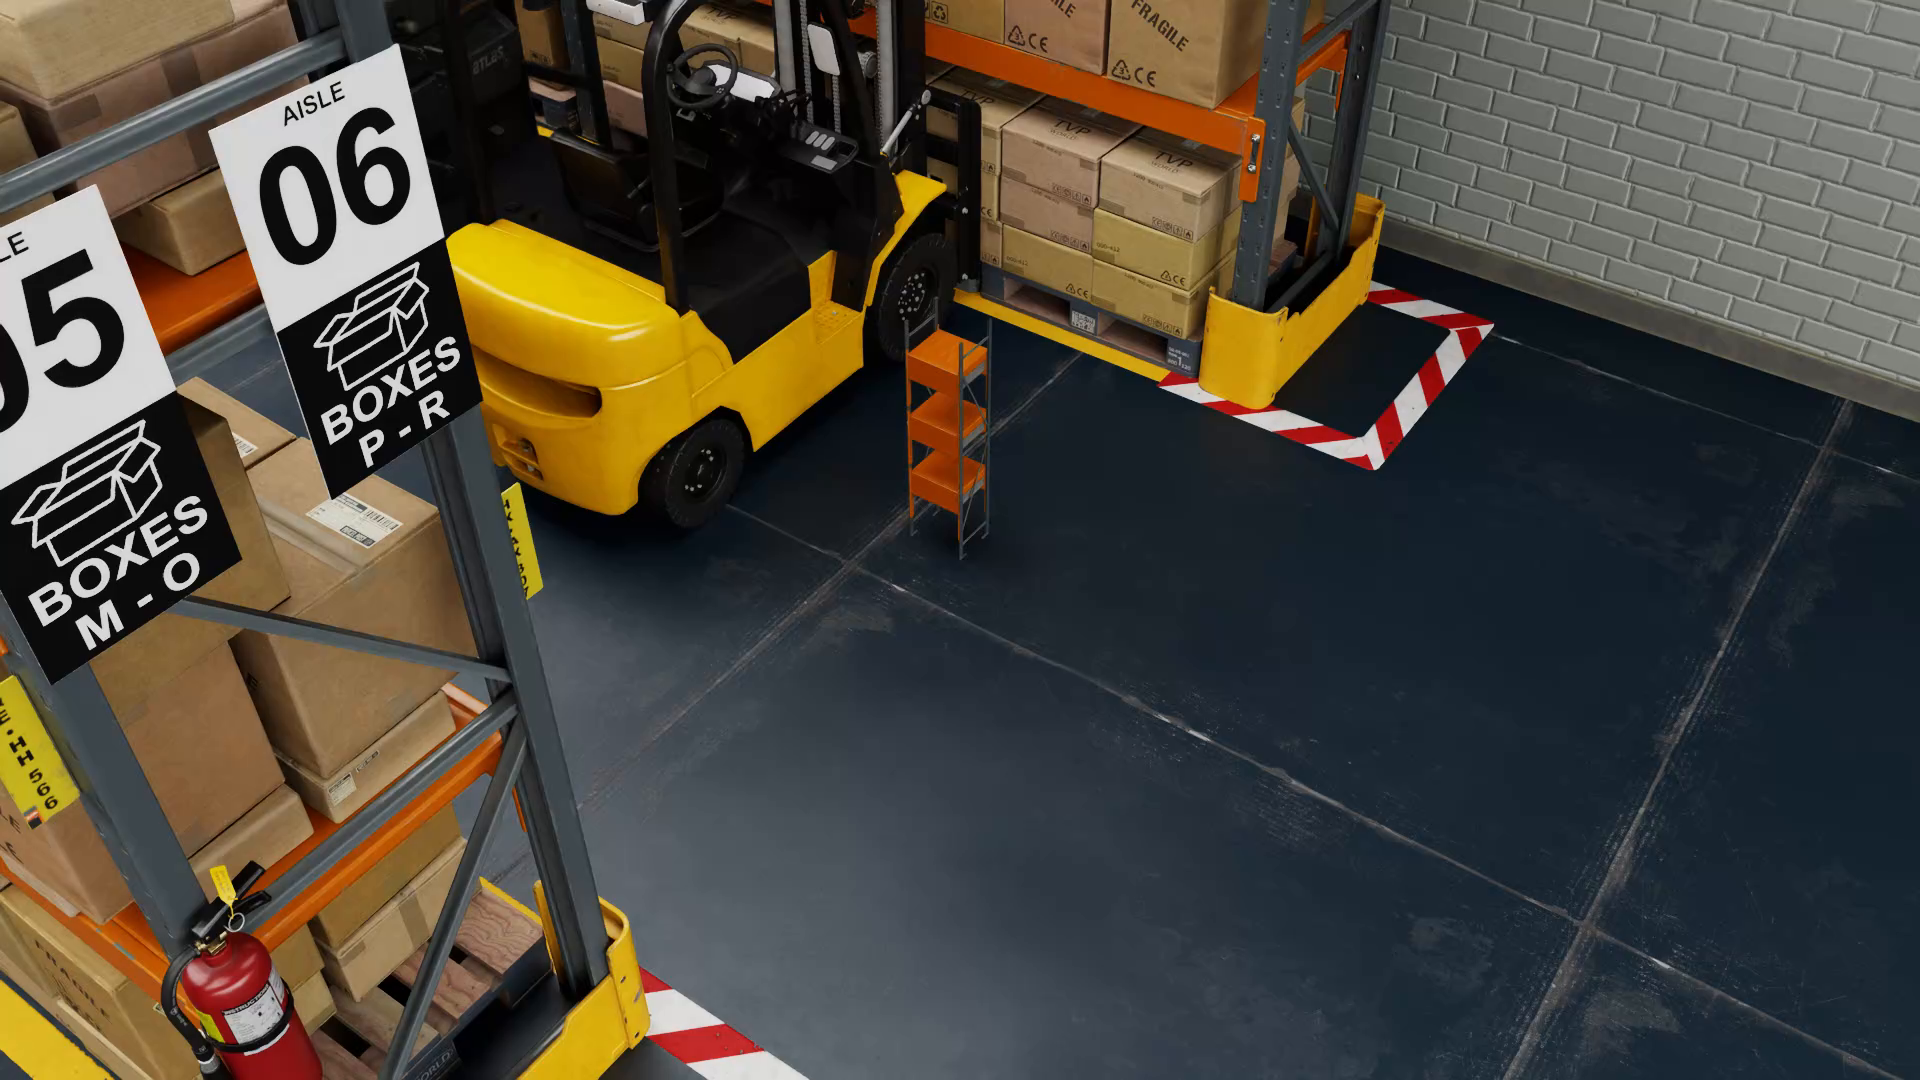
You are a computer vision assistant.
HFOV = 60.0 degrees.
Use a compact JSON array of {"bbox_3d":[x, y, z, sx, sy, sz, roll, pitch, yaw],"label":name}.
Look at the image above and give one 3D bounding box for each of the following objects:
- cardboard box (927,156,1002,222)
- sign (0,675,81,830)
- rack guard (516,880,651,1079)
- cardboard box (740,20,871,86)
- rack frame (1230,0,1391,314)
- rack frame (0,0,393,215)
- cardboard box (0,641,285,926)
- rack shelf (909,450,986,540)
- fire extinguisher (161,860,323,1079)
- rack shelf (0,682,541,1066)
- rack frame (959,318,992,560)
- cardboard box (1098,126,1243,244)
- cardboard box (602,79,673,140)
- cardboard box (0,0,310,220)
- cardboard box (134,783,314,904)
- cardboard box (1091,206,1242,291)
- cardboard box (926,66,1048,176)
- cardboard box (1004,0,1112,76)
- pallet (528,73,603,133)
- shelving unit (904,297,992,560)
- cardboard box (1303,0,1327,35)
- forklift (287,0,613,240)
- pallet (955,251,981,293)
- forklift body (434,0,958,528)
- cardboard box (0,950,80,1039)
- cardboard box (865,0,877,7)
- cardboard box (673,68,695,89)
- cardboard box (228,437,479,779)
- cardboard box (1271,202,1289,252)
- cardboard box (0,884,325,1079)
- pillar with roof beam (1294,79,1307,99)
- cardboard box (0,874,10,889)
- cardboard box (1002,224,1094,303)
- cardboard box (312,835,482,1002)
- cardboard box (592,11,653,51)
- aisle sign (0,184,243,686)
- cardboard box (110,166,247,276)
[{"bbox_3d":[0.093,-1.793,7.876,0.500,0.250,0.500,24,47,24],"label":"cardboard box"},{"bbox_3d":[-1.672,0.383,2.967,0.005,0.325,0.100,25,48,25],"label":"sign"},{"bbox_3d":[-1.399,1.539,4.655,0.348,0.500,1.175,25,48,25],"label":"rack guard"},{"bbox_3d":[-0.722,-2.368,8.145,0.500,0.250,0.500,27,48,27],"label":"cardboard box"},{"bbox_3d":[1.511,-2.075,6.819,0.127,3.000,1.000,25,48,25],"label":"rack frame"},{"bbox_3d":[-1.336,-1.599,1.788,0.127,3.000,1.000,25,48,25],"label":"rack frame"},{"bbox_3d":[-1.939,0.431,3.721,0.500,0.500,0.500,24,47,25],"label":"cardboard box"},{"bbox_3d":[-0.044,-0.197,6.615,0.240,0.259,0.215,25,48,25],"label":"rack shelf"},{"bbox_3d":[-1.507,0.961,3.485,0.183,0.674,0.296,25,48,25],"label":"fire extinguisher"},{"bbox_3d":[-2.974,0.139,4.885,4.000,0.370,1.077,25,48,25],"label":"rack shelf"},{"bbox_3d":[0.056,-0.365,6.371,0.008,1.050,0.200,25,48,25],"label":"rack frame"},{"bbox_3d":[0.955,-1.585,7.269,0.500,0.250,0.500,27,48,27],"label":"cardboard box"},{"bbox_3d":[-1.558,-2.372,8.898,0.500,0.250,0.500,26,48,26],"label":"cardboard box"},{"bbox_3d":[-1.595,-0.874,3.117,0.500,0.250,0.500,24,47,25],"label":"cardboard box"},{"bbox_3d":[-1.765,0.704,3.902,0.250,0.149,0.380,27,48,27],"label":"cardboard box"},{"bbox_3d":[0.933,-1.408,7.447,0.500,0.250,0.500,24,47,25],"label":"cardboard box"},{"bbox_3d":[0.114,-1.965,7.694,0.500,0.250,0.500,26,48,26],"label":"cardboard box"},{"bbox_3d":[0.537,-2.361,7.064,0.500,0.500,0.500,27,48,27],"label":"cardboard box"},{"bbox_3d":[-2.390,-2.828,9.752,1.213,0.211,1.003,25,48,25],"label":"pallet"},{"bbox_3d":[-0.044,-0.412,6.423,0.252,1.050,0.215,25,48,25],"label":"shelving unit"},{"bbox_3d":[1.264,-2.453,7.167,0.500,0.500,0.500,27,48,27],"label":"cardboard box"},{"bbox_3d":[-2.230,-2.529,7.378,3.031,2.935,1.130,19,45,20],"label":"forklift"},{"bbox_3d":[-0.134,-1.773,8.573,1.213,0.211,1.003,25,48,25],"label":"pallet"},{"bbox_3d":[-1.089,-1.488,6.800,1.214,2.155,2.313,25,48,25],"label":"forklift body"},{"bbox_3d":[-2.572,1.140,4.974,0.500,0.250,0.500,25,48,25],"label":"cardboard box"},{"bbox_3d":[-0.300,-2.743,7.491,0.500,0.500,0.500,25,48,26],"label":"cardboard box"},{"bbox_3d":[-1.132,-2.379,8.531,0.500,0.250,0.500,25,47,25],"label":"cardboard box"},{"bbox_3d":[-1.565,0.156,4.028,0.500,0.500,0.500,24,47,25],"label":"cardboard box"},{"bbox_3d":[1.221,-1.501,7.925,0.500,0.250,0.500,25,48,25],"label":"cardboard box"},{"bbox_3d":[-2.142,1.061,4.499,0.500,0.500,0.500,25,48,26],"label":"cardboard box"},{"bbox_3d":[-1.014,-2.719,3.040,0.400,9.000,9.100,25,48,25],"label":"pillar with roof beam"},{"bbox_3d":[-2.481,0.715,4.399,0.250,0.149,0.380,26,48,26],"label":"cardboard box"},{"bbox_3d":[0.543,-1.409,7.823,0.500,0.250,0.500,25,48,25],"label":"cardboard box"},{"bbox_3d":[-1.838,1.045,5.080,0.500,0.250,0.500,25,47,25],"label":"cardboard box"},{"bbox_3d":[-1.548,-2.754,8.576,0.500,0.250,0.500,24,47,25],"label":"cardboard box"},{"bbox_3d":[-1.452,-0.150,2.719,0.004,0.787,0.394,25,48,25],"label":"aisle sign"},{"bbox_3d":[-1.422,-0.692,3.212,0.250,0.149,0.380,25,48,25],"label":"cardboard box"}]
